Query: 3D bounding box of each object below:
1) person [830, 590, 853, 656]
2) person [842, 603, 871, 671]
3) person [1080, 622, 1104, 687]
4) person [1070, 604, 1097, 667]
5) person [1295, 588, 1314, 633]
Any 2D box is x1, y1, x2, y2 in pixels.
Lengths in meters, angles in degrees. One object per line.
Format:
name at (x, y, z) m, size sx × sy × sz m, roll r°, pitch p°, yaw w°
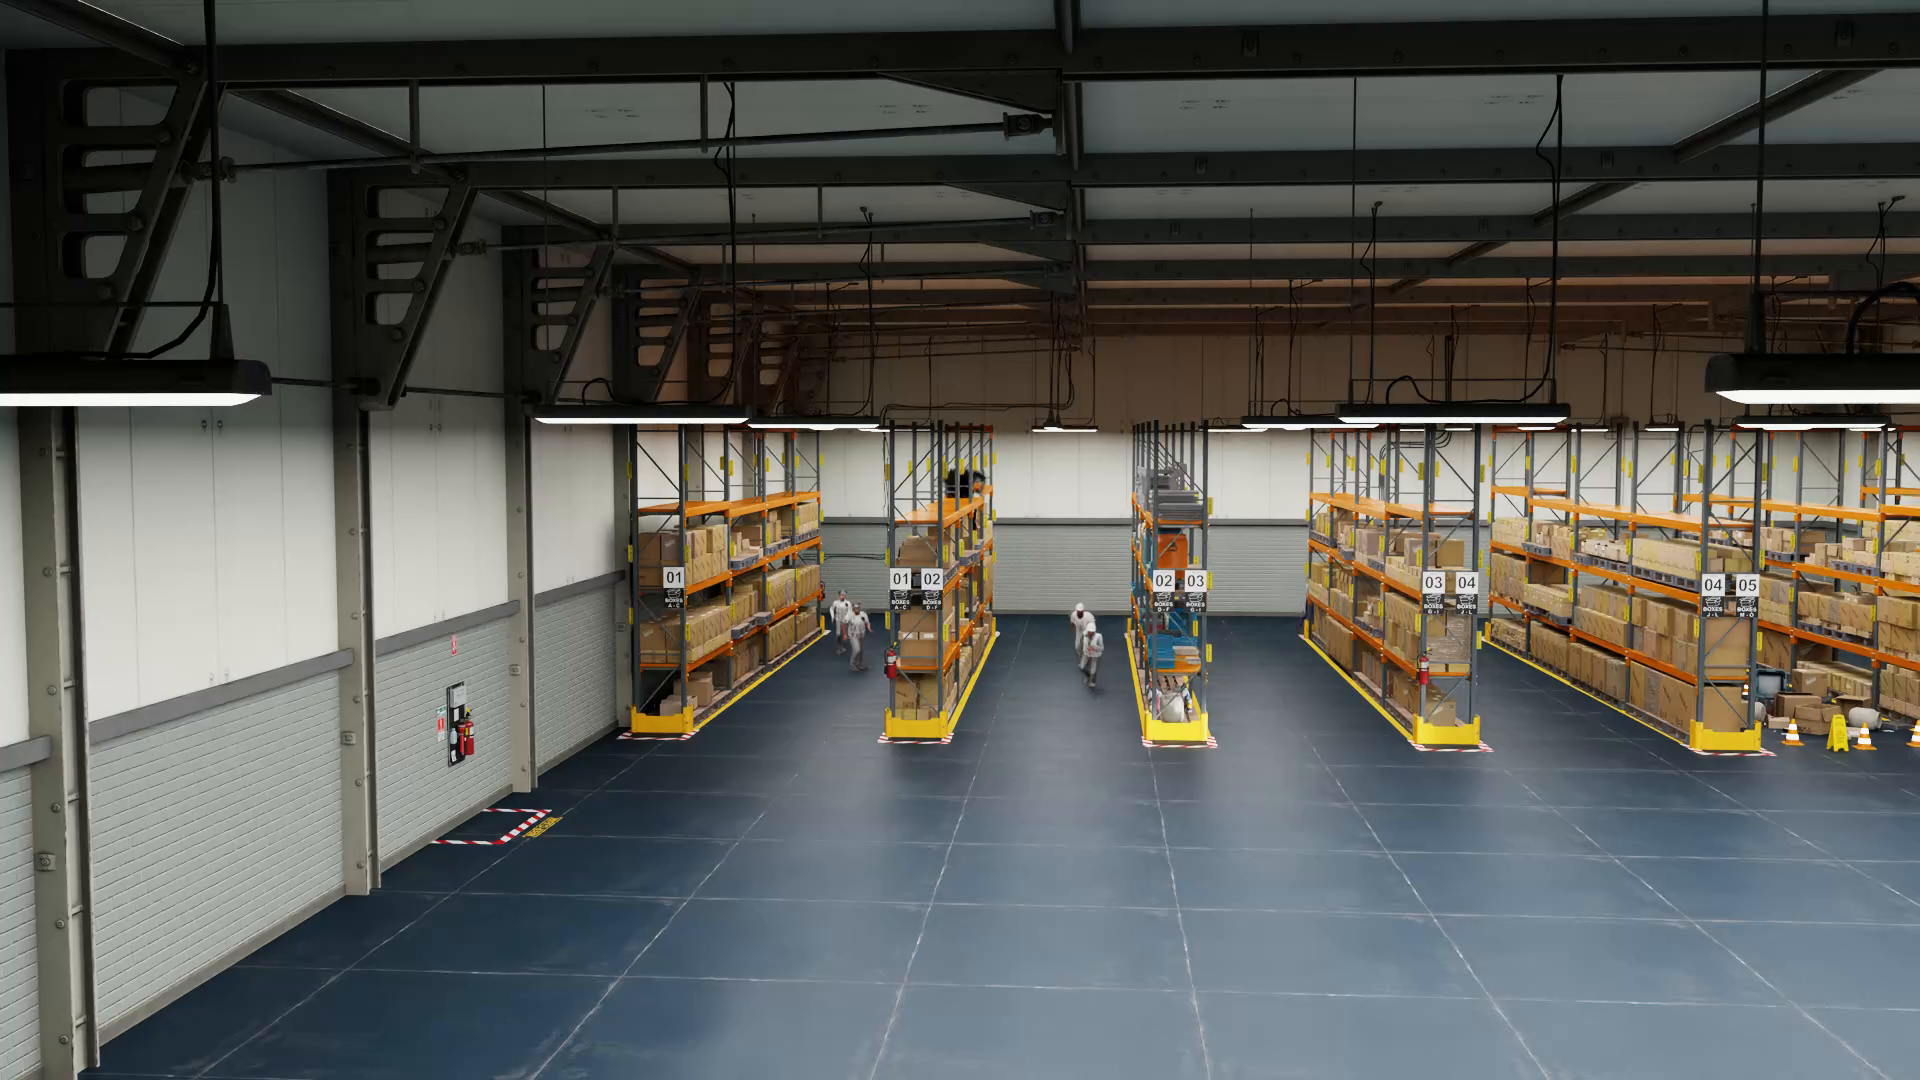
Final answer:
person at (-3.076, 2.144, 43.250) m, size 0.596 × 1.719 × 0.694 m, roll 0°, pitch 4°, yaw -7°
person at (-2.459, 2.362, 40.411) m, size 0.673 × 1.733 × 0.836 m, roll -3°, pitch 5°, yaw -39°
person at (2.955, 2.581, 37.351) m, size 0.667 × 1.531 × 1.005 m, roll 1°, pitch 4°, yaw 21°
person at (3.078, 2.334, 41.110) m, size 0.704 × 1.588 × 1.035 m, roll 1°, pitch 4°, yaw 21°
person at (10.184, 1.856, 47.921) m, size 0.967 × 1.643 × 0.634 m, roll 2°, pitch 4°, yaw 33°
